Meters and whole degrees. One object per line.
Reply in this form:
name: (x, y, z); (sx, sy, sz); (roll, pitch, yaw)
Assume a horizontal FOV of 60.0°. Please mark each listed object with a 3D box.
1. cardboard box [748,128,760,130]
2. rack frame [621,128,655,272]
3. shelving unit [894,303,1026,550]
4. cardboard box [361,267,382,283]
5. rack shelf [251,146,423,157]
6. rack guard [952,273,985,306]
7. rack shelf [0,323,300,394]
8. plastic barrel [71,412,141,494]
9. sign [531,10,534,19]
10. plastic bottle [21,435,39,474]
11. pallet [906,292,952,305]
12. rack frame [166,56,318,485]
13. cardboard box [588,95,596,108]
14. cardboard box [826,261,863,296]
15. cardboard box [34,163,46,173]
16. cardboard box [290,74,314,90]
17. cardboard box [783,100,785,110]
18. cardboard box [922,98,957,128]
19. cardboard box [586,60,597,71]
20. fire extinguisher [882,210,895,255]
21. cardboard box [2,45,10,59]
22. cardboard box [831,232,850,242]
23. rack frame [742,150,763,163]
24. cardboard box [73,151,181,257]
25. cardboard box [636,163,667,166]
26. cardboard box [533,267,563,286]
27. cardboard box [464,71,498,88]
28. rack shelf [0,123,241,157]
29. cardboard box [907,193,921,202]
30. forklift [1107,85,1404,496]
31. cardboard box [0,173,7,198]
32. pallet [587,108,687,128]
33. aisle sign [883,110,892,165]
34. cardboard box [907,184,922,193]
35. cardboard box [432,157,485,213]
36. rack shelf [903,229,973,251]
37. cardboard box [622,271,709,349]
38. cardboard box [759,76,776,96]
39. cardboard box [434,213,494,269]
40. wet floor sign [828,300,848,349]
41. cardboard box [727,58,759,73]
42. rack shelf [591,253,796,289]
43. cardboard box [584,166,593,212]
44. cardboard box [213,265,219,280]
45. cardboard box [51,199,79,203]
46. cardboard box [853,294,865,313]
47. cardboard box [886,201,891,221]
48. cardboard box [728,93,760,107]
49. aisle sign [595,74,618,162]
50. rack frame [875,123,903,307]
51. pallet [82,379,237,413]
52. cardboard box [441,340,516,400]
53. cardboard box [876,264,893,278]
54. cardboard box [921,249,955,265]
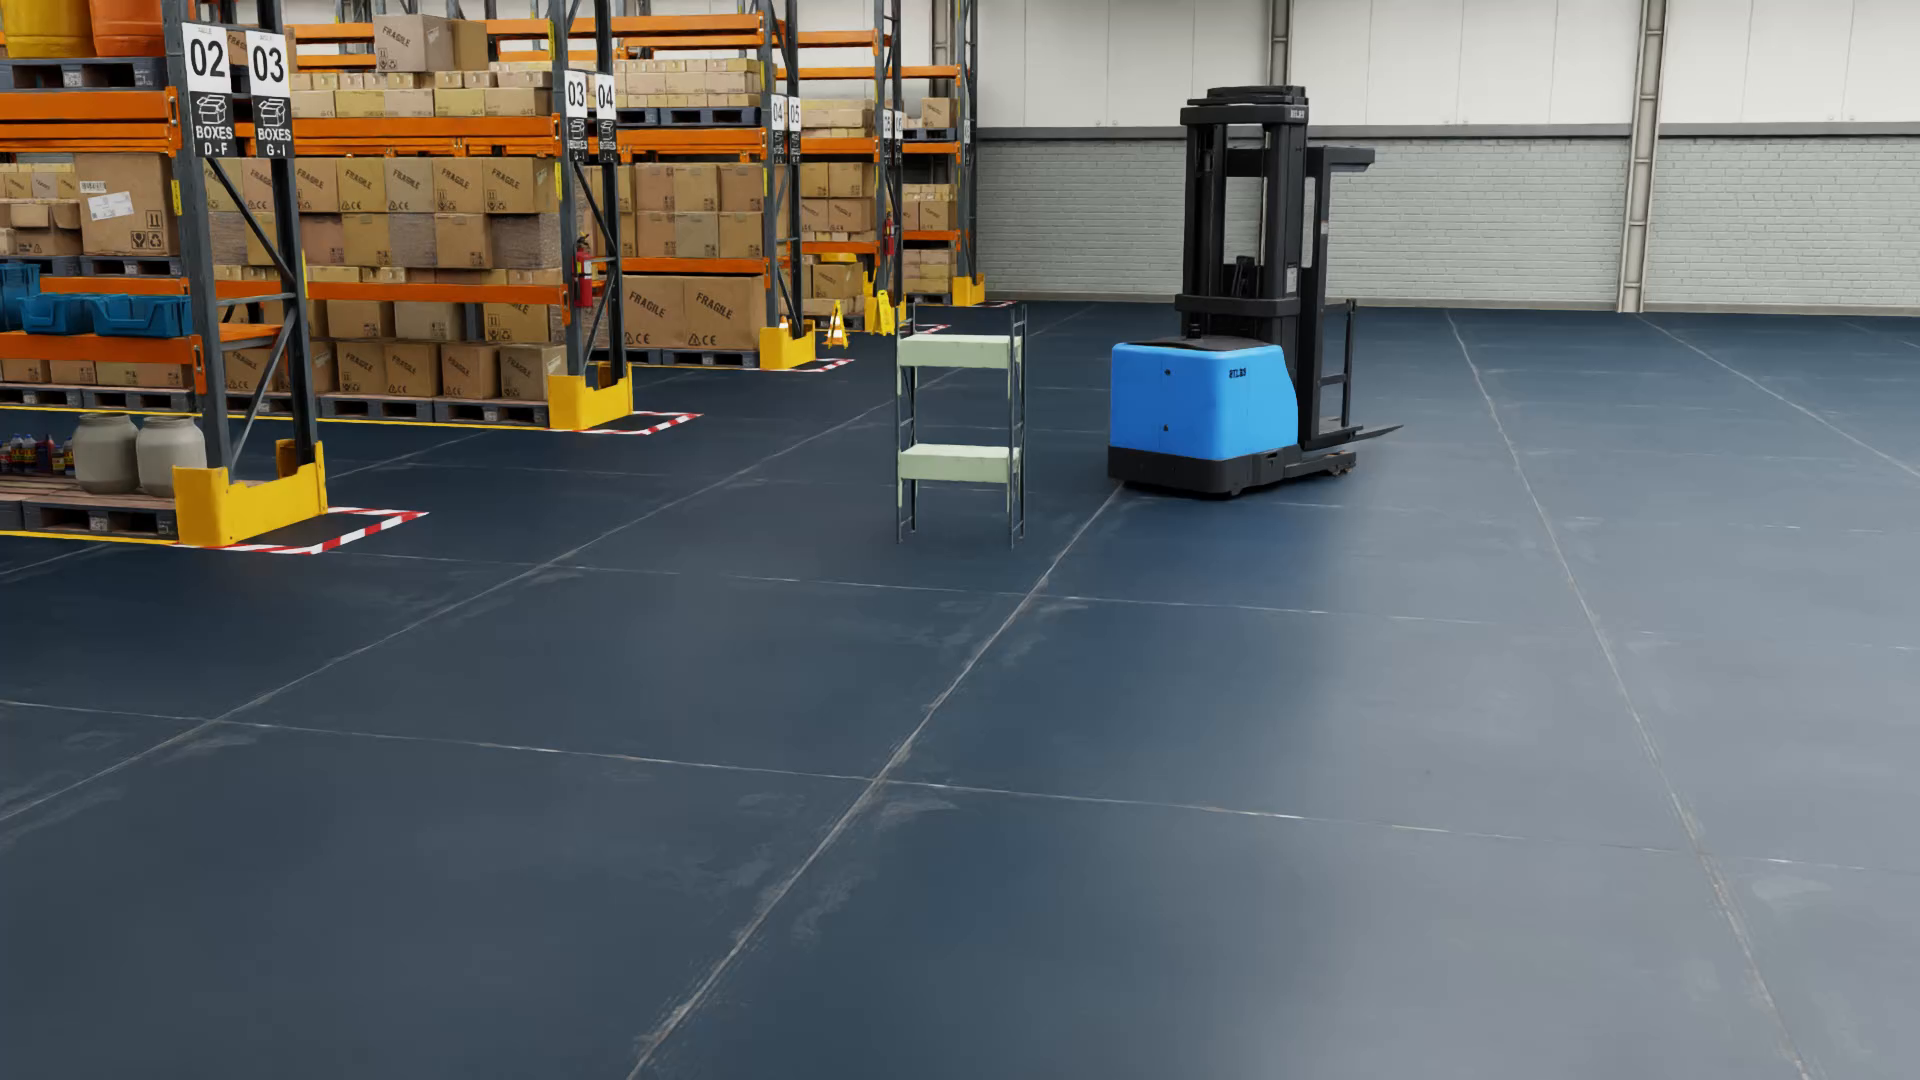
cardboard box: (-2.968, -6.053, 24.743); (0.250, 0.149, 0.380); (3, 13, 13)
rack frame: (-4.937, -4.888, 25.841); (0.127, 3.000, 1.000); (3, 13, 14)
shelving unit: (0.006, -0.732, 10.570); (0.755, 1.500, 0.431); (3, 13, 14)
cardboard box: (-5.461, -2.529, 15.787); (0.250, 0.149, 0.380); (3, 13, 14)
rack shelf: (-10.762, -6.313, 26.998); (4.000, 0.370, 1.077); (3, 13, 14)
rack guard: (0.156, -4.503, 29.877); (0.348, 0.500, 1.175); (3, 13, 14)
rack shelf: (-6.556, -1.308, 11.364); (4.000, 0.370, 1.077); (3, 13, 14)
plastic barrel: (-5.758, -0.590, 11.241); (0.421, 0.512, 0.421); (0, 13, 0)
sign: (-7.755, -9.449, 30.207); (0.005, 0.325, 0.100); (3, 13, 14)
plastic bottle: (-6.633, -0.615, 11.866); (0.097, 0.271, 0.097); (0, 13, 0)
pallet: (-0.620, -4.394, 30.053); (1.213, 0.211, 1.003); (3, 13, 14)
rack frame: (-4.614, -1.555, 10.818); (0.127, 3.000, 1.000); (3, 13, 14)
cardboard box: (-4.276, -5.268, 20.009); (0.250, 0.149, 0.380); (3, 13, 14)
cardboard box: (-1.793, -4.011, 25.533); (0.500, 0.500, 0.500); (3, 13, 12)
cardboard box: (-15.285, -6.239, 27.894); (0.250, 0.149, 0.380); (3, 13, 14)
cardboard box: (-6.050, -4.255, 15.486); (0.250, 0.149, 0.380); (3, 13, 12)
cardboard box: (-2.663, -6.455, 24.718); (0.250, 0.149, 0.380); (3, 13, 12)
cardboard box: (-0.356, -7.463, 29.092); (0.500, 0.500, 0.500); (3, 13, 15)
cardboard box: (-4.275, -5.658, 19.923); (0.250, 0.149, 0.380); (3, 13, 13)
fire extinguisher: (-1.052, -4.540, 24.451); (0.183, 0.674, 0.296); (3, 13, 14)
cardboard box: (-9.694, -4.744, 16.880); (0.500, 0.500, 0.500); (3, 13, 14)
cardboard box: (-1.740, -4.522, 24.772); (0.250, 0.149, 0.380); (3, 13, 13)
rack frame: (-3.751, -5.932, 30.547); (0.127, 3.000, 1.000); (3, 13, 14)
cardboard box: (-8.049, -3.373, 16.657); (1.000, 1.000, 1.000); (3, 13, 14)
cardboard box: (-4.561, -5.502, 25.382); (0.500, 0.500, 0.700); (3, 13, 13)
cardboard box: (-3.754, -2.446, 15.411); (0.250, 0.149, 0.380); (3, 13, 14)
cardboard box: (-4.288, -4.161, 15.062); (0.250, 0.149, 0.380); (2, 13, 11)
rack shelf: (-9.253, -4.021, 16.669); (4.000, 0.370, 1.077); (3, 13, 14)
cardboard box: (-0.764, -6.083, 29.496); (0.250, 0.149, 0.380); (3, 13, 15)
forklift: (2.491, -2.003, 12.995); (1.130, 2.935, 3.031); (12, 17, 42)
cardboard box: (-16.189, -5.963, 28.147); (0.500, 0.500, 0.500); (3, 13, 12)
pallet: (-4.052, -5.155, 20.322); (1.213, 0.211, 1.003); (3, 13, 14)
aisle sign: (-1.063, -5.886, 24.335); (0.004, 0.787, 0.394); (3, 13, 14)
cardboard box: (-0.773, -6.224, 29.446); (0.250, 0.149, 0.380); (3, 13, 15)
cardboard box: (-4.508, -3.280, 15.367); (0.500, 0.500, 0.500); (3, 13, 14)
rack shelf: (-1.809, -5.477, 30.157); (4.000, 0.370, 1.077); (3, 13, 14)
cardboard box: (-3.670, -2.869, 20.675); (0.875, 0.875, 0.875); (3, 13, 13)
cardboard box: (-2.548, -5.504, 20.149); (0.500, 0.250, 0.500); (3, 13, 13)
cardboard box: (-4.469, -2.826, 15.628); (0.500, 0.500, 0.875); (3, 13, 14)
wet floor sign: (-1.639, -2.900, 22.315); (0.232, 0.644, 0.267); (1, 13, 4)
cardboard box: (-2.549, -5.566, 19.507); (0.250, 0.149, 0.380); (3, 13, 14)
rack shelf: (-4.083, -3.387, 20.736); (4.000, 0.370, 1.077); (3, 13, 14)
cardboard box: (-4.621, -4.355, 20.599); (0.550, 0.550, 0.875); (3, 13, 14)
cardboard box: (-7.174, -2.607, 16.140); (0.250, 0.149, 0.380); (3, 13, 14)
cardboard box: (-11.749, -4.419, 21.964); (0.250, 0.149, 0.380); (4, 13, 16)
cardboard box: (-1.770, -3.643, 25.609); (0.500, 0.250, 0.500); (3, 13, 13)
cardboard box: (-1.407, -5.799, 29.716); (0.500, 0.500, 0.500); (3, 13, 12)
cardboard box: (-2.545, -5.176, 19.593); (0.250, 0.149, 0.380); (3, 13, 13)
aisle sign: (-3.296, -3.926, 15.501); (0.004, 0.787, 0.394); (3, 13, 14)
rack frame: (-1.053, -4.681, 24.906); (0.127, 3.000, 1.000); (3, 13, 14)
pallet: (-8.067, -1.483, 16.931); (1.213, 0.211, 1.003); (3, 13, 14)
cardboard box: (-4.618, -1.641, 16.007); (0.500, 0.500, 0.500); (7, 14, 28)
cardboard box: (-1.406, -4.842, 29.855); (0.500, 0.250, 0.500); (3, 13, 12)
cardboard box: (-0.389, -5.034, 29.568); (0.500, 0.250, 0.500); (4, 13, 15)
